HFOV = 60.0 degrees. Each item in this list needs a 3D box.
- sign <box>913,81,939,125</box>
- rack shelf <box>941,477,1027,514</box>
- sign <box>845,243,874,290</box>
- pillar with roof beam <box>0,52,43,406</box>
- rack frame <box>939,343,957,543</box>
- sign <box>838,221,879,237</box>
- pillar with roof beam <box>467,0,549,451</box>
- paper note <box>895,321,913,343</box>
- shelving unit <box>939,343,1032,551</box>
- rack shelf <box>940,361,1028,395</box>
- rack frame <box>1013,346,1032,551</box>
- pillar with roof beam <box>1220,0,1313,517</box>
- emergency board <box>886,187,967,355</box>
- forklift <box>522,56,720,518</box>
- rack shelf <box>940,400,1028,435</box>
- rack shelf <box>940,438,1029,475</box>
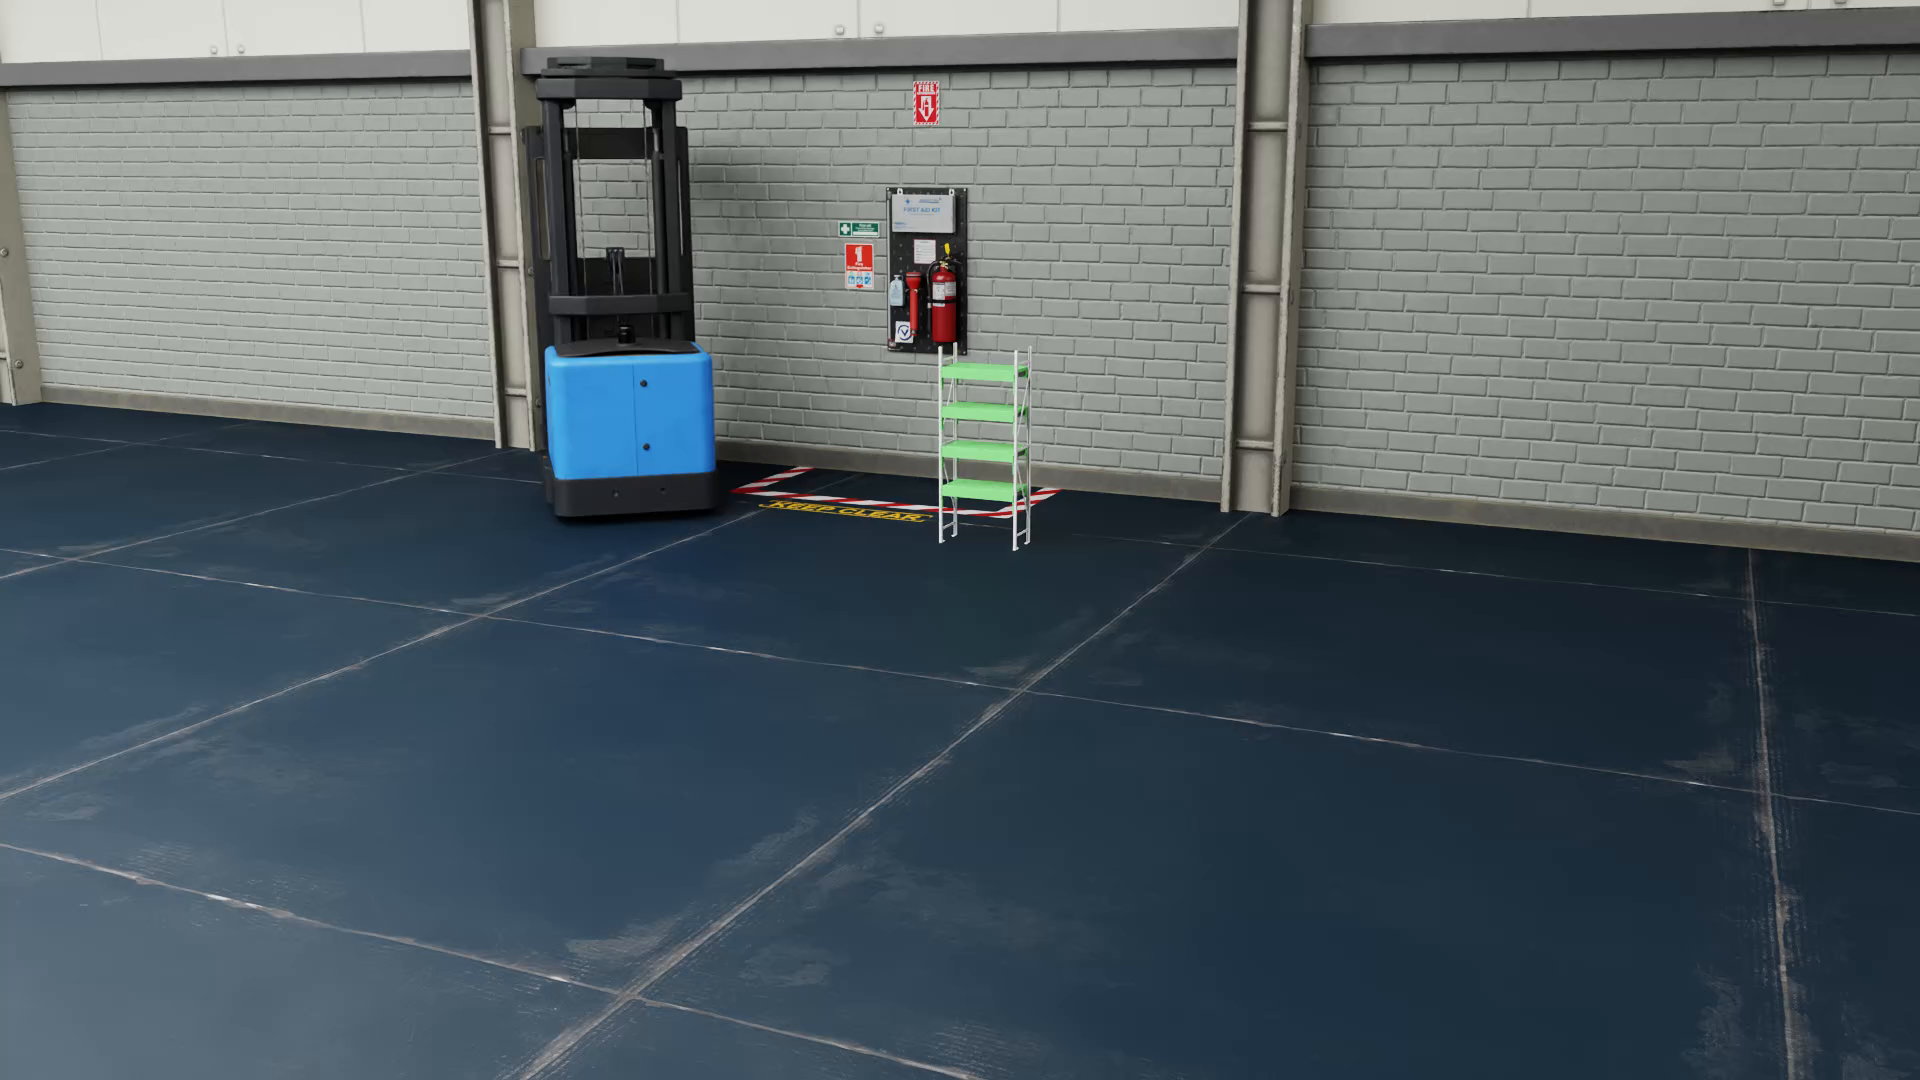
[{"bbox_3d":[-0.236,-3.051,11.615,0.199,0.298,0.001,6,14,23],"label":"sign"},{"bbox_3d":[0.151,-0.273,10.122,0.480,0.148,0.258,6,14,23],"label":"rack shelf"},{"bbox_3d":[-0.732,-1.991,12.094,0.234,0.329,0.001,6,14,23],"label":"sign"},{"bbox_3d":[-10.740,-4.796,10.995,0.400,9.000,9.100,6,14,23],"label":"pillar with roof beam"},{"bbox_3d":[-0.072,-0.591,10.149,0.015,1.200,0.240,6,14,23],"label":"rack frame"},{"bbox_3d":[-0.732,-2.246,12.024,0.331,0.109,0.001,6,14,23],"label":"sign"},{"bbox_3d":[-5.254,-4.241,8.629,0.400,9.000,9.100,6,14,23],"label":"pillar with roof beam"},{"bbox_3d":[-0.402,-1.503,12.020,0.142,0.148,0.016,6,14,23],"label":"paper note"},{"bbox_3d":[0.151,-0.569,10.052,0.503,1.200,0.258,6,14,23],"label":"shelving unit"},{"bbox_3d":[0.151,-0.974,9.957,0.480,0.148,0.258,6,14,23],"label":"rack shelf"},{"bbox_3d":[0.374,-0.546,9.956,0.015,1.200,0.240,6,14,23],"label":"rack frame"},{"bbox_3d":[0.232,-3.685,6.263,0.400,9.000,9.100,6,14,23],"label":"pillar with roof beam"},{"bbox_3d":[-0.269,-1.901,11.788,0.643,1.169,0.194,6,14,23],"label":"emergency board"},{"bbox_3d":[-2.471,-1.862,11.776,1.130,2.935,3.031,-4,14,-16],"label":"forklift"},{"bbox_3d":[0.151,-0.740,10.012,0.480,0.148,0.258,6,14,23],"label":"rack shelf"},{"bbox_3d":[0.151,-0.507,10.067,0.480,0.148,0.258,6,14,23],"label":"rack shelf"}]
